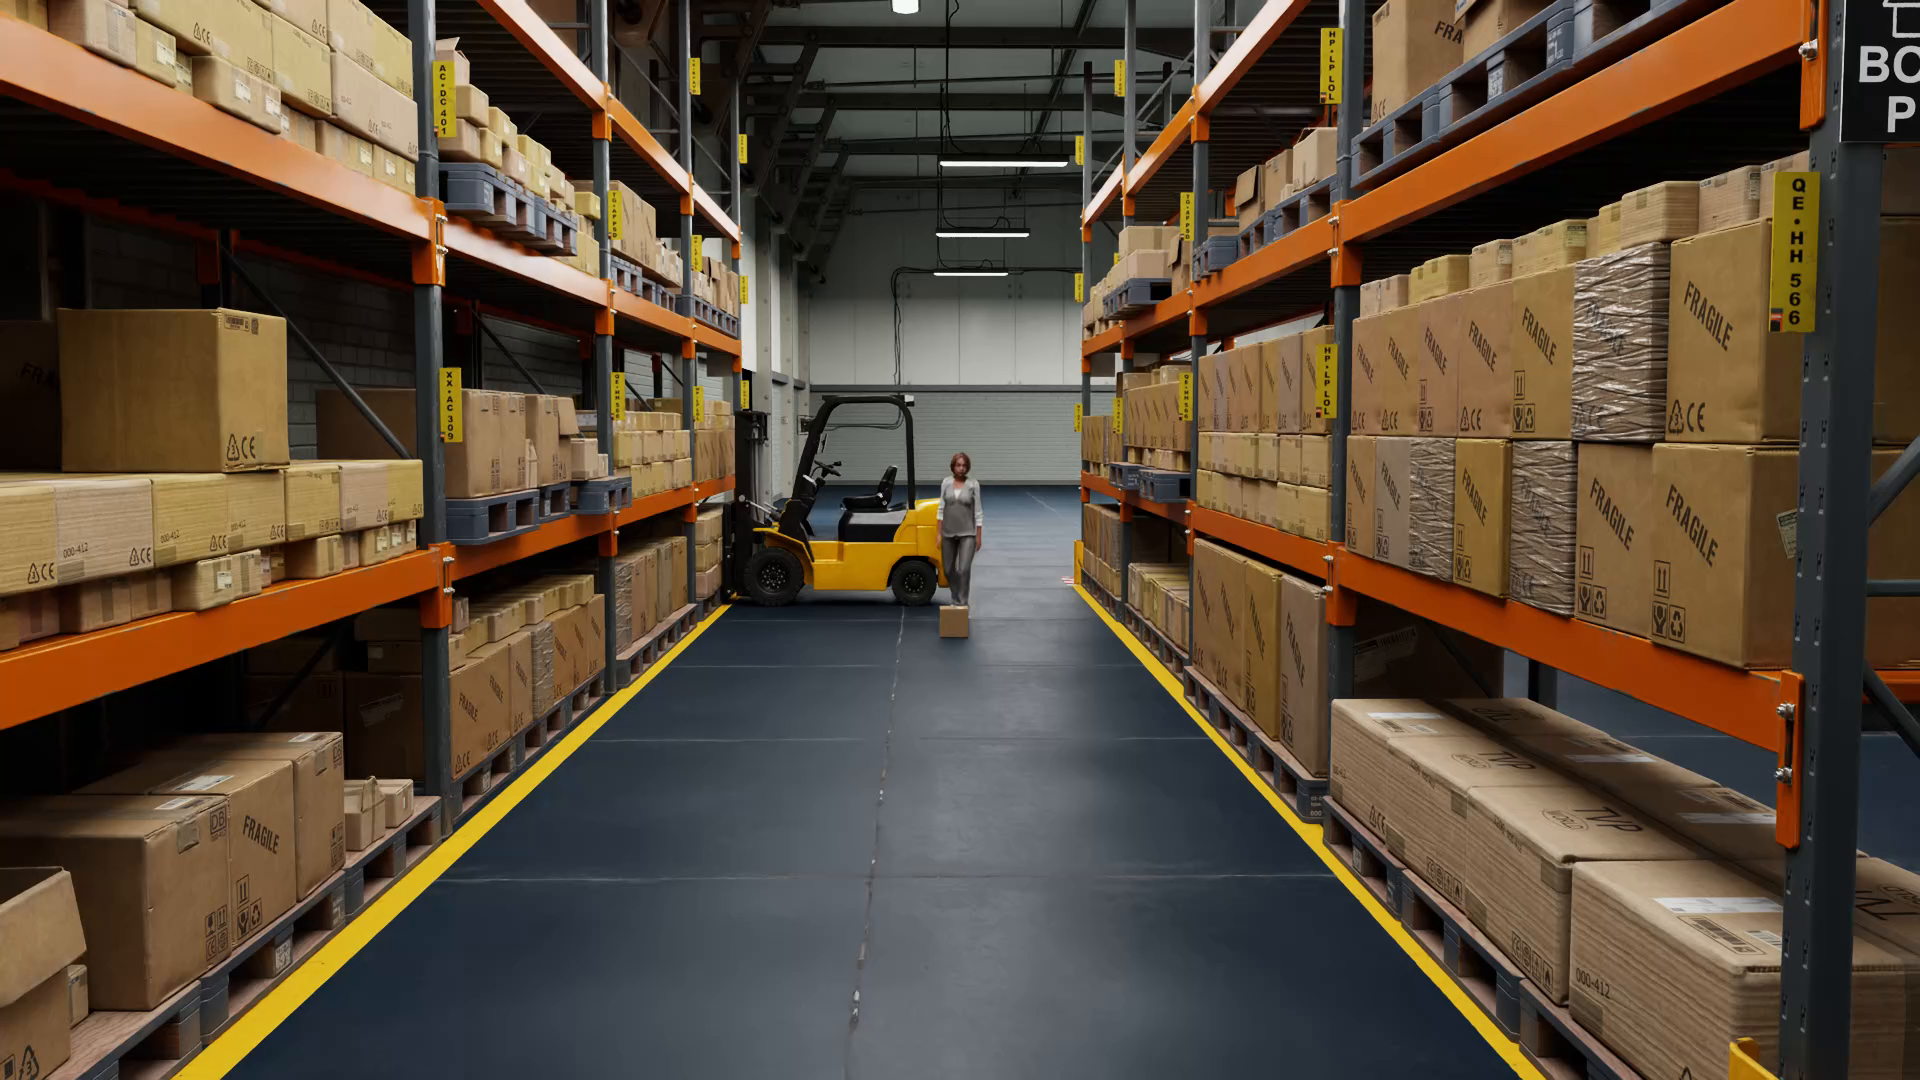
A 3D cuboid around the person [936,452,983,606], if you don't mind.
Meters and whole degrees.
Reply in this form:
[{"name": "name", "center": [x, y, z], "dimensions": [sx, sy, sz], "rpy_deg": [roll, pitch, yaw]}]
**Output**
[{"name": "person", "center": [0.006, -0.034, 15.706], "dimensions": [0.441, 1.591, 0.524], "rpy_deg": [1, 4, 14]}]
